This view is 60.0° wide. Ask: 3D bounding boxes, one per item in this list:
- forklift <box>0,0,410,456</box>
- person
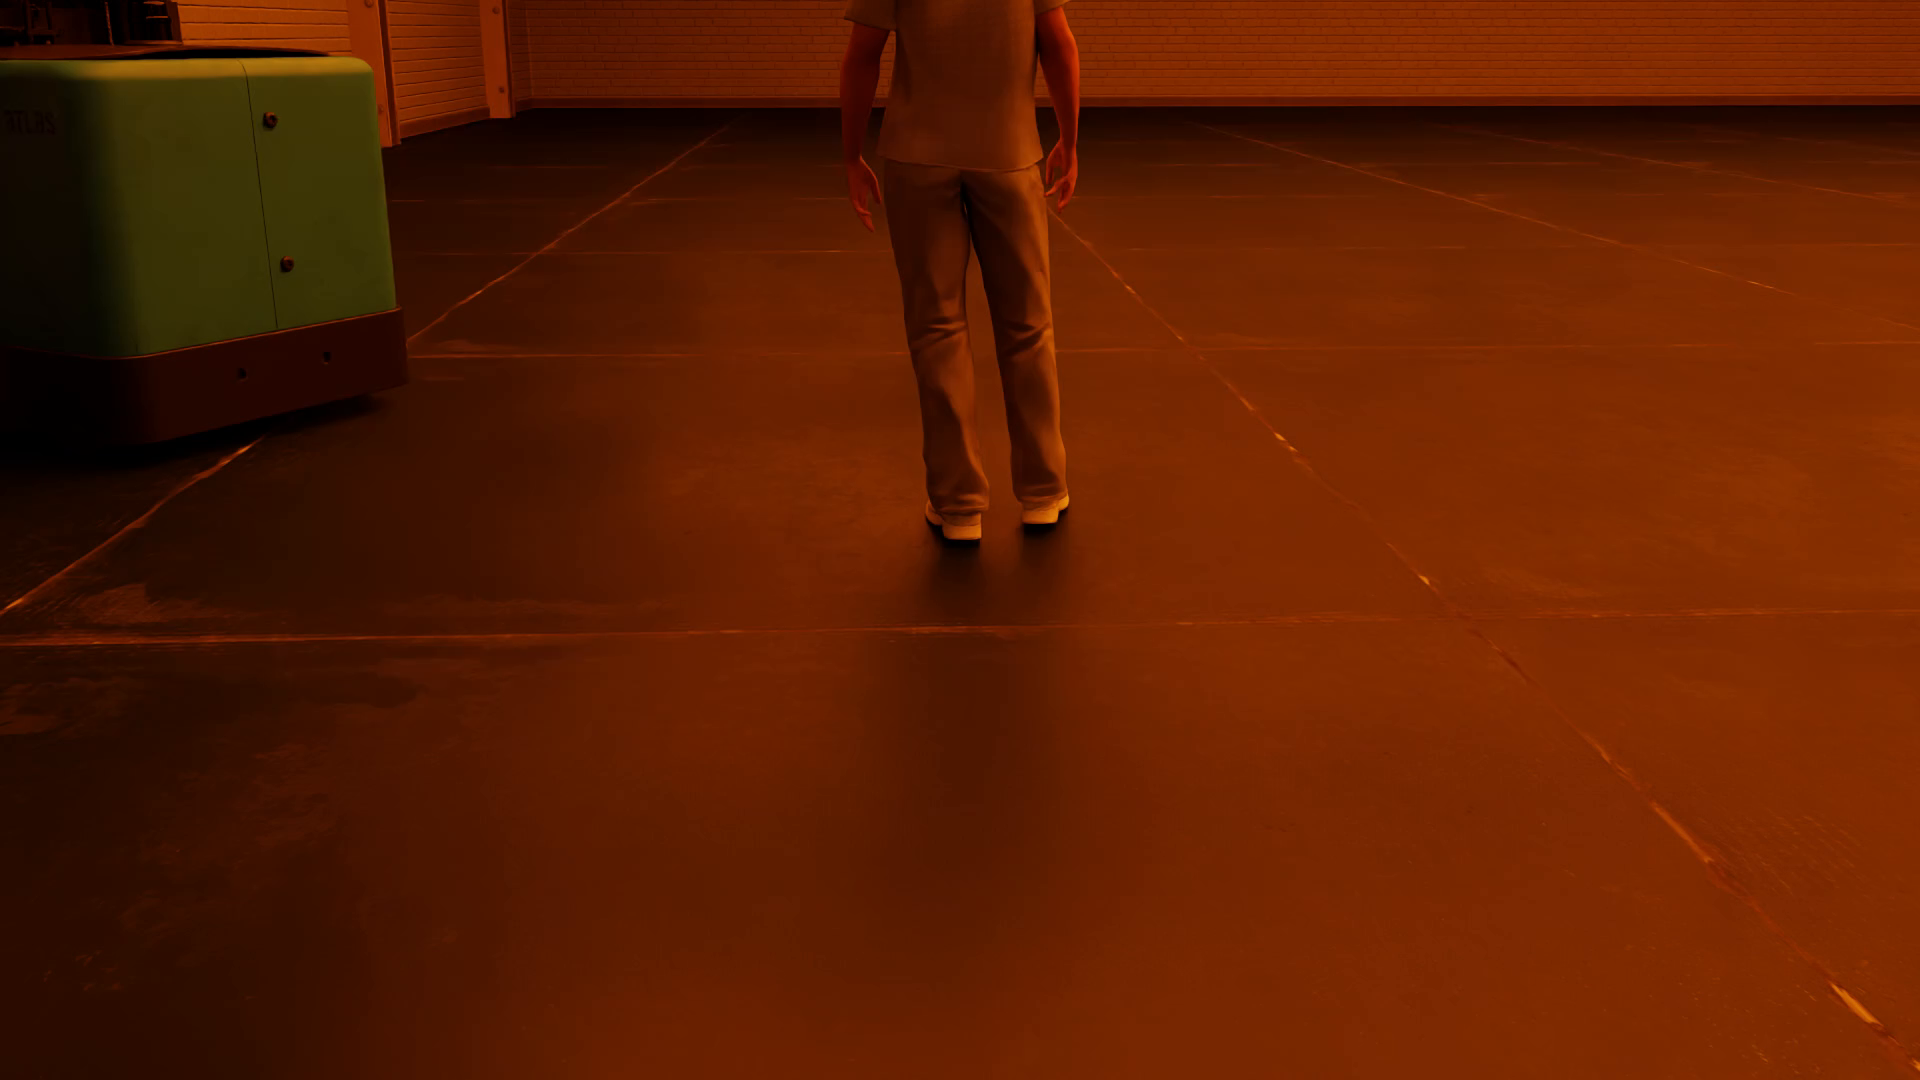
[{"bbox_3d":[-3.302,-1.925,5.199,3.031,2.935,1.130,9,19,28],"label":"forklift"},{"bbox_3d":[0.009,-0.830,3.742,0.550,1.673,0.548,-1,17,-3],"label":"person"}]
